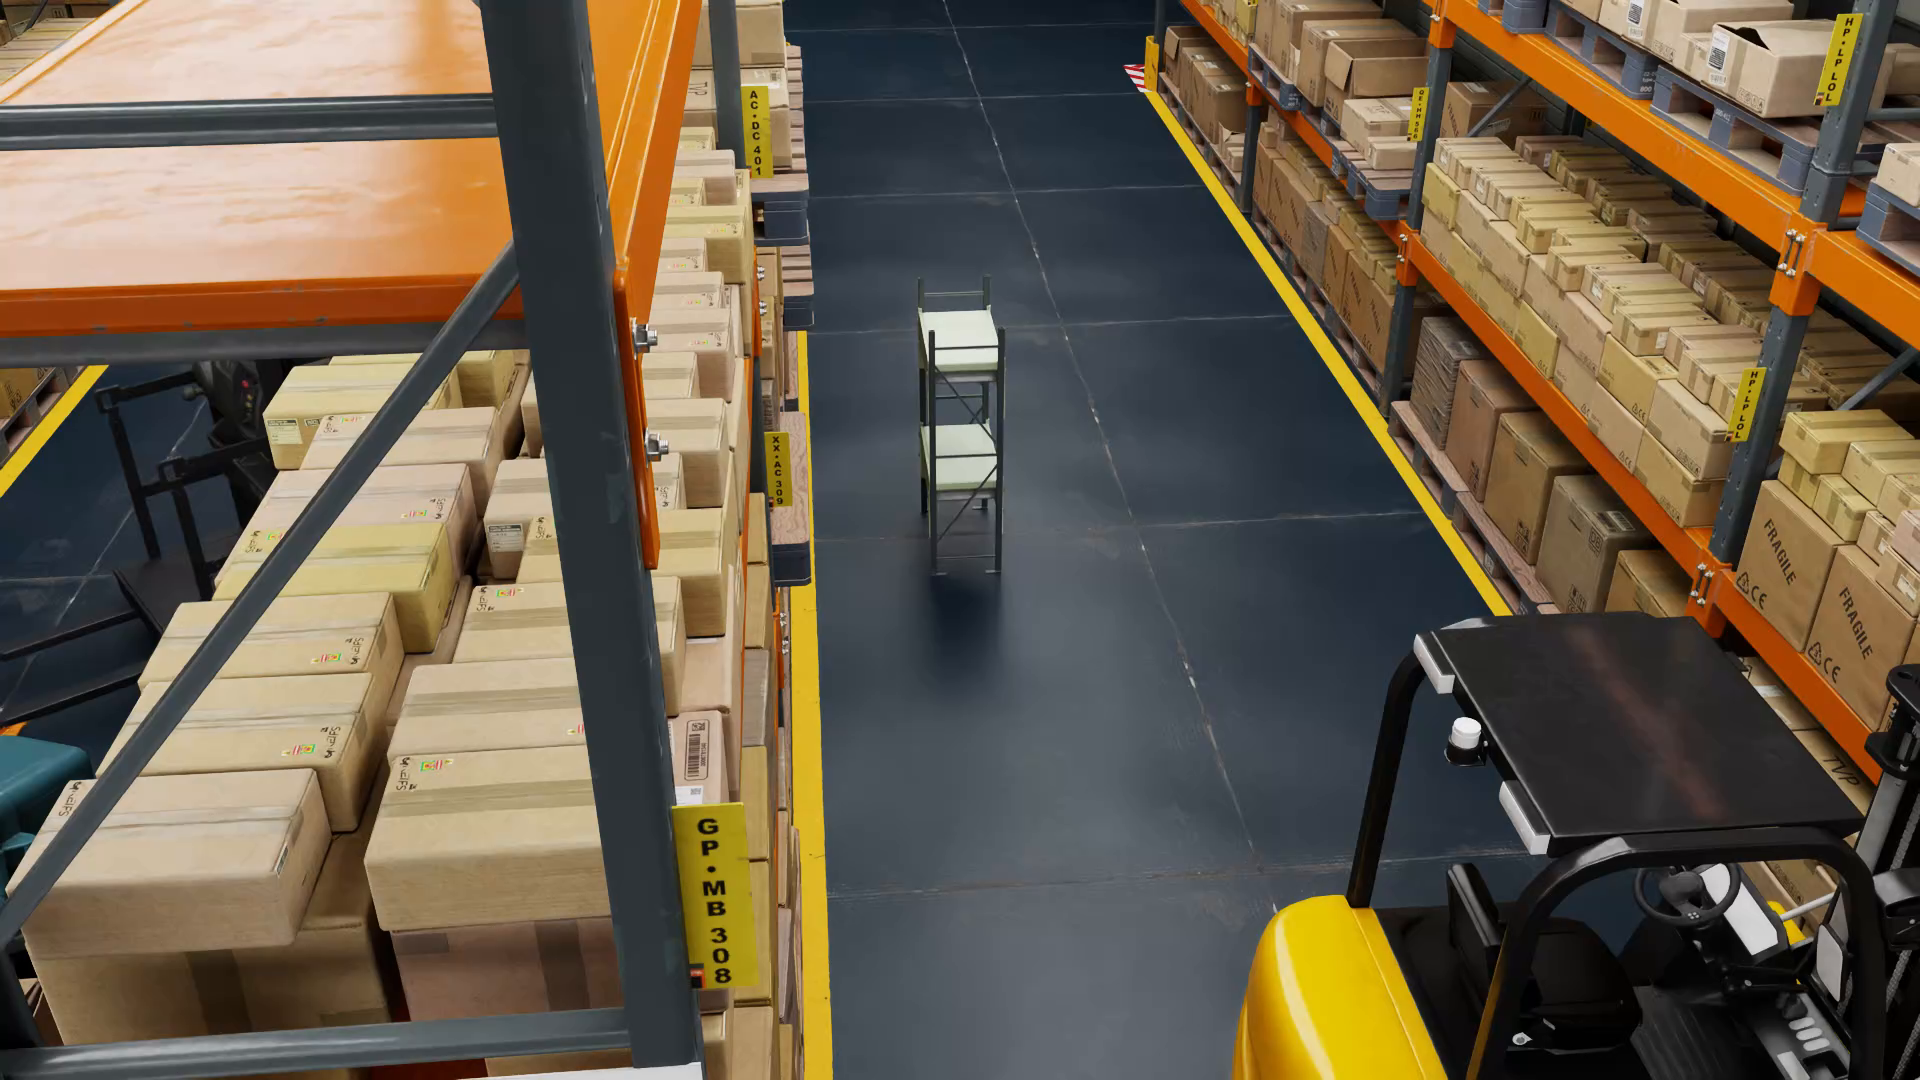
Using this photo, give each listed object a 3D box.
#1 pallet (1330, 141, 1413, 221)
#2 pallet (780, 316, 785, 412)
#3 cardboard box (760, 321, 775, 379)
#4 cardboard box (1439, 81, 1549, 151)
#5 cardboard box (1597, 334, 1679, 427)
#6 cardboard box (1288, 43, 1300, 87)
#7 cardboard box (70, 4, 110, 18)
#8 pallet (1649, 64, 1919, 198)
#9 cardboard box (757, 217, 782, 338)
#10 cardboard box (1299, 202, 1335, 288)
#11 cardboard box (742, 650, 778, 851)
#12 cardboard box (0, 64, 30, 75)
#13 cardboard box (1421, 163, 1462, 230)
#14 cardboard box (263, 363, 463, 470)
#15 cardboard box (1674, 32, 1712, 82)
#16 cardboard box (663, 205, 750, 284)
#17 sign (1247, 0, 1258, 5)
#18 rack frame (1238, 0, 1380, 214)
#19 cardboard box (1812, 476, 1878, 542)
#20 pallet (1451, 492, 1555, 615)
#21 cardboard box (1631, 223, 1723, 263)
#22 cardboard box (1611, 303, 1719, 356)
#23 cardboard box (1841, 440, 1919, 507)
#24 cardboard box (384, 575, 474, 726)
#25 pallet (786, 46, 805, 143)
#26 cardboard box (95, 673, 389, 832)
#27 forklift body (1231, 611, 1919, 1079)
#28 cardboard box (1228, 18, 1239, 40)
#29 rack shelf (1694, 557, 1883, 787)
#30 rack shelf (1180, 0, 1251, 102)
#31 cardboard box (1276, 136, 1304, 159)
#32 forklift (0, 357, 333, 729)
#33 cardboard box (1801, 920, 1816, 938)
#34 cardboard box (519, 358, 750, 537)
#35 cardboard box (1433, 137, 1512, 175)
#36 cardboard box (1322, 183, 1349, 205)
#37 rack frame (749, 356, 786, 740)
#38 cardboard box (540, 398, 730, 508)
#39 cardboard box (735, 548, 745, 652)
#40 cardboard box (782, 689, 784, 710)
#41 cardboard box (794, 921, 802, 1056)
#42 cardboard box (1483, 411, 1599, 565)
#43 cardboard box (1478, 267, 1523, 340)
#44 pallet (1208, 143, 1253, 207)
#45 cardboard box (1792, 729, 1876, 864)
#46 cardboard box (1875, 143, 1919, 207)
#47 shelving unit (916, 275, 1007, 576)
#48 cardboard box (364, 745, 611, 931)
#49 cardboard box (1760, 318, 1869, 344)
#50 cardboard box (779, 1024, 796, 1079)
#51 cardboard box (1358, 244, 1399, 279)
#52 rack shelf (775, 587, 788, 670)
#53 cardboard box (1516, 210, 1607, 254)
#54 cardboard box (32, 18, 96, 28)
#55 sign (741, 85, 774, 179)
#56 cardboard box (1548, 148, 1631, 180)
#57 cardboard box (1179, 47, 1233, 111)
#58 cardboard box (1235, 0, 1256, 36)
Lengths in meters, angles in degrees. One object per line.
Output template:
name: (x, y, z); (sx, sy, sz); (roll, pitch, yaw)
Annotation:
pallet: (3.191, -2.412, 11.050); (1.213, 0.211, 1.003); (-3, 31, -5)
pallet: (-1.392, -0.821, 8.386); (1.003, 0.211, 1.213); (-3, 31, -5)
cardboard box: (-0.936, -0.756, 6.661); (0.380, 0.149, 0.250); (-3, 31, -5)
cardboard box: (3.431, -2.645, 10.746); (0.500, 0.500, 0.500); (-1, 31, -2)
cardboard box: (3.342, -0.760, 7.757); (0.500, 0.250, 0.500); (-4, 31, -6)
cardboard box: (2.698, -3.589, 12.555); (0.396, 0.266, 0.258); (-1, 31, -2)
cardboard box: (-6.706, -4.101, 13.303); (0.500, 0.500, 0.500); (-3, 31, -5)
pallet: (3.602, -1.765, 7.041); (0.805, 0.209, 1.217); (-4, 31, -7)
cardboard box: (-1.141, -1.244, 8.111); (0.500, 0.500, 0.500); (-4, 31, -7)
cardboard box: (2.915, -2.252, 12.623); (0.500, 0.500, 0.500); (-4, 31, -6)
cardboard box: (-0.847, 0.702, 5.262); (0.500, 0.500, 0.500); (-2, 31, -3)
cardboard box: (-6.558, -3.132, 11.324); (0.380, 0.149, 0.250); (-4, 31, -7)
cardboard box: (3.097, -2.062, 9.936); (0.500, 0.250, 0.500); (-3, 31, -5)
cardboard box: (-1.373, -0.290, 3.852); (0.380, 0.149, 0.250); (-2, 31, -3)
cardboard box: (3.292, -2.059, 7.086); (0.380, 0.149, 0.250); (-3, 31, -5)
cardboard box: (-0.806, -0.848, 4.787); (0.380, 0.149, 0.250); (-2, 31, -3)
sign: (2.410, -4.536, 13.574); (0.100, 0.325, 0.005); (-3, 31, -5)
rack frame: (2.950, -4.194, 13.846); (1.000, 3.000, 0.127); (-3, 31, -5)
cardboard box: (3.491, -0.123, 6.301); (0.380, 0.149, 0.250); (-2, 31, -3)
pallet: (3.473, 0.089, 9.395); (1.003, 0.211, 1.213); (-3, 31, -5)
cardboard box: (3.718, -1.534, 8.663); (0.380, 0.149, 0.250); (-2, 31, -3)
cardboard box: (3.275, -0.981, 7.737); (0.380, 0.149, 0.250); (-4, 31, -6)
cardboard box: (3.564, -0.253, 6.229); (0.380, 0.149, 0.250); (-2, 31, -4)
cardboard box: (-1.219, 0.316, 3.228); (0.500, 0.250, 0.500); (-3, 31, -5)
pallet: (-1.296, -1.926, 7.308); (1.213, 0.211, 1.003); (-3, 31, -5)
cardboard box: (-1.182, 0.358, 2.767); (0.380, 0.149, 0.250); (-2, 31, -4)
forklift body: (2.078, 1.416, 5.281); (2.313, 2.155, 1.214); (-3, 31, -5)
cardboard box: (2.574, -4.500, 14.604); (0.380, 0.149, 0.250); (-2, 31, -3)
rack shelf: (3.884, 1.221, 5.483); (1.077, 0.370, 4.000); (-3, 31, -5)
rack shelf: (2.763, -4.906, 15.740); (1.077, 0.370, 4.000); (-3, 31, -5)
cardboard box: (2.822, -3.246, 13.655); (0.380, 0.149, 0.250); (-4, 31, -6)
forklift: (-3.786, -0.750, 8.147); (3.031, 2.935, 1.130); (-23, 38, -33)
cardboard box: (3.539, 1.674, 6.295); (0.500, 0.250, 0.500); (-2, 31, -4)
cardboard box: (-0.791, -0.231, 4.142); (0.500, 0.250, 0.500); (-2, 31, -4)
cardboard box: (3.060, -2.296, 9.939); (0.380, 0.149, 0.250); (-2, 31, -3)
cardboard box: (2.957, -2.583, 12.546); (0.380, 0.149, 0.250); (-3, 31, -4)
rack frame: (-1.244, 0.130, 6.607); (1.000, 3.000, 0.127); (-3, 31, -5)
cardboard box: (-0.713, -0.190, 3.686); (0.380, 0.149, 0.250); (-2, 31, -3)
cardboard box: (-0.703, 0.148, 3.897); (0.380, 0.149, 0.250); (-2, 31, -4)
cardboard box: (-1.296, 0.811, 7.621); (0.950, 0.372, 0.625); (-2, 31, -4)
cardboard box: (-0.862, 1.691, 6.266); (0.500, 0.250, 0.500); (-4, 31, -6)
cardboard box: (3.500, -0.316, 9.261); (0.875, 0.625, 0.625); (-4, 31, -7)
cardboard box: (3.219, -1.329, 9.197); (0.500, 0.250, 0.500); (-4, 31, -6)
pallet: (2.887, -3.347, 15.148); (1.003, 0.211, 1.213); (-3, 31, -5)
cardboard box: (3.468, 0.985, 6.472); (0.500, 0.250, 0.500); (-3, 31, -5)
cardboard box: (3.437, -1.269, 5.762); (0.380, 0.149, 0.250); (-2, 31, -4)
shelving unit: (0.001, -0.640, 9.360); (0.431, 1.500, 0.755); (-3, 31, -5)
cardboard box: (-0.701, 0.459, 2.599); (0.380, 0.149, 0.250); (-3, 31, -5)
cardboard box: (3.883, -0.888, 7.581); (0.380, 0.149, 0.250); (-3, 31, -5)
cardboard box: (-0.765, 1.890, 5.201); (0.500, 0.500, 0.500); (-2, 31, -4)
cardboard box: (2.969, -1.915, 11.427); (0.380, 0.149, 0.250); (-4, 31, -7)
rack shelf: (-1.431, -0.582, 8.501); (1.077, 0.370, 4.000); (-3, 31, -5)
cardboard box: (3.191, -1.638, 8.837); (0.380, 0.149, 0.250); (-2, 31, -4)
cardboard box: (-6.679, -3.798, 12.438); (0.380, 0.149, 0.250); (-1, 31, -2)
sign: (-0.705, -1.409, 5.755); (0.100, 0.325, 0.005); (-3, 31, -5)
cardboard box: (3.691, -2.188, 9.758); (0.380, 0.149, 0.250); (-2, 31, -3)
cardboard box: (2.580, -4.588, 16.534); (0.700, 0.500, 0.500); (-2, 31, -3)
cardboard box: (2.660, -4.505, 14.224); (0.500, 0.250, 0.500); (-2, 31, -3)
